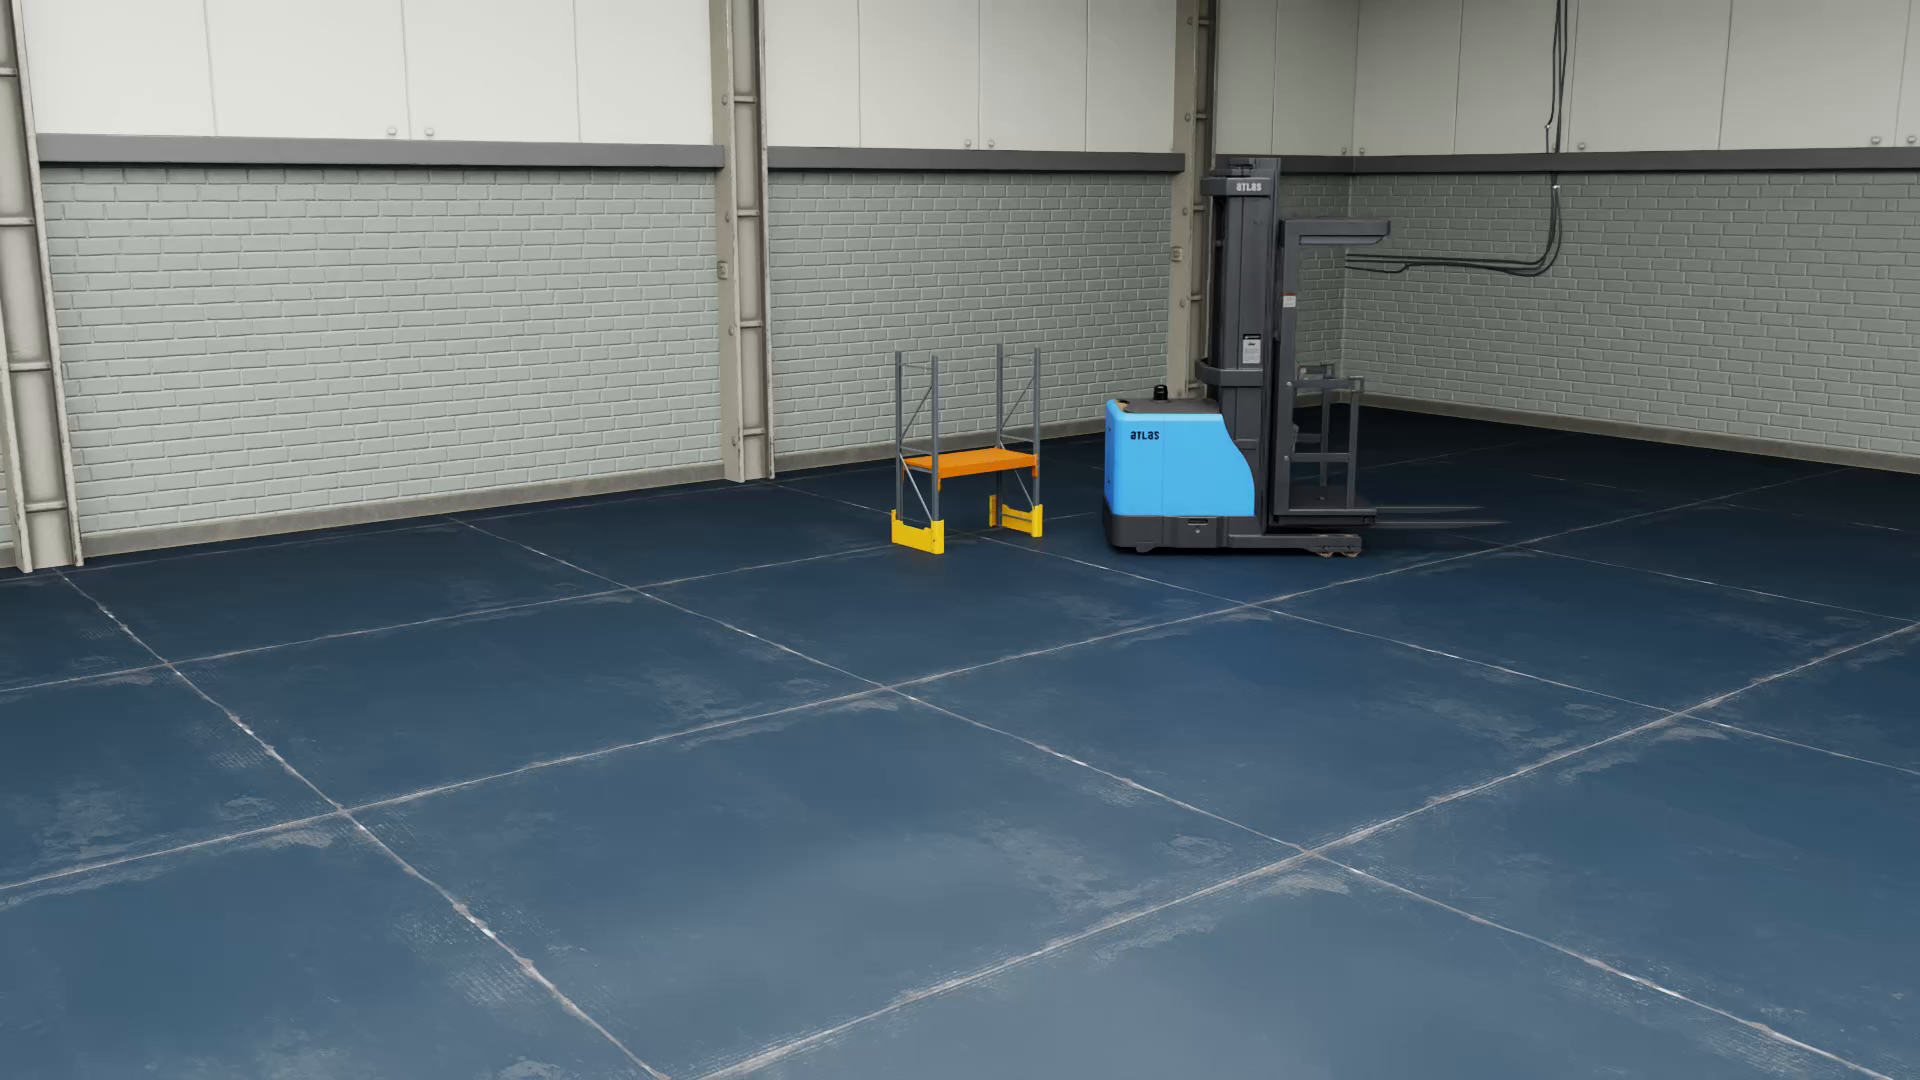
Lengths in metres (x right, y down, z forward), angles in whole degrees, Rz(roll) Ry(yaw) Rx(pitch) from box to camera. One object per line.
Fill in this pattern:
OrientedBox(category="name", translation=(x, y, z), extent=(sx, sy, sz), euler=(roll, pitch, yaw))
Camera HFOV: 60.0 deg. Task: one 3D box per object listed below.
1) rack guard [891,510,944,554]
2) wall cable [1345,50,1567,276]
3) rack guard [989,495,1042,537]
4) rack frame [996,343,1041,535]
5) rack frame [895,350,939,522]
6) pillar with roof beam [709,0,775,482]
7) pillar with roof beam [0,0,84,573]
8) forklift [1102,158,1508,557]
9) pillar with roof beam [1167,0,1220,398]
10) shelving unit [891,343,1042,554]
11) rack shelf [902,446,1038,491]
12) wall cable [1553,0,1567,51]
OrientedBox(category="rack guard", translation=(-0.329, -0.068, 12.845), extent=(0.087, 0.250, 0.587), euler=(-9, 15, -38))
OrientedBox(category="wall cable", translation=(5.793, -4.421, 19.762), extent=(0.112, 2.526, 3.097), euler=(-9, 15, -38))
OrientedBox(category="rack guard", translation=(0.448, -0.197, 13.454), extent=(0.087, 0.250, 0.587), euler=(-9, 15, -38))
OrientedBox(category="rack frame", translation=(0.464, -0.811, 13.336), extent=(0.032, 1.500, 0.500), euler=(-9, 15, -38))
OrientedBox(category="rack frame", translation=(-0.330, -0.679, 12.714), extent=(0.032, 1.500, 0.500), euler=(-9, 15, -38))
OrientedBox(category="pillar with roof beam", translation=(0.671, -4.296, 11.694), extent=(0.400, 9.000, 9.100), euler=(-9, 15, -38))
OrientedBox(category="pillar with roof beam", translation=(-4.014, -3.517, 8.028), extent=(0.400, 9.000, 9.100), euler=(-9, 15, -38))
OrientedBox(category="forklift", translation=(2.663, -1.417, 12.746), extent=(3.031, 2.935, 1.130), euler=(0, 12, 0))
OrientedBox(category="pillar with roof beam", translation=(5.356, -5.074, 15.361), extent=(0.400, 9.000, 9.100), euler=(-9, 15, -38))
OrientedBox(category="shelving unit", translation=(0.060, -0.744, 13.020), extent=(1.083, 1.500, 0.587), euler=(-9, 15, -38))
OrientedBox(category="rack shelf", translation=(0.067, -0.569, 13.062), extent=(1.000, 0.185, 0.538), euler=(-9, 15, -38))
OrientedBox(category="wall cable", translation=(7.483, -6.453, 17.171), extent=(0.112, 2.526, 3.097), euler=(-9, 15, -38))
